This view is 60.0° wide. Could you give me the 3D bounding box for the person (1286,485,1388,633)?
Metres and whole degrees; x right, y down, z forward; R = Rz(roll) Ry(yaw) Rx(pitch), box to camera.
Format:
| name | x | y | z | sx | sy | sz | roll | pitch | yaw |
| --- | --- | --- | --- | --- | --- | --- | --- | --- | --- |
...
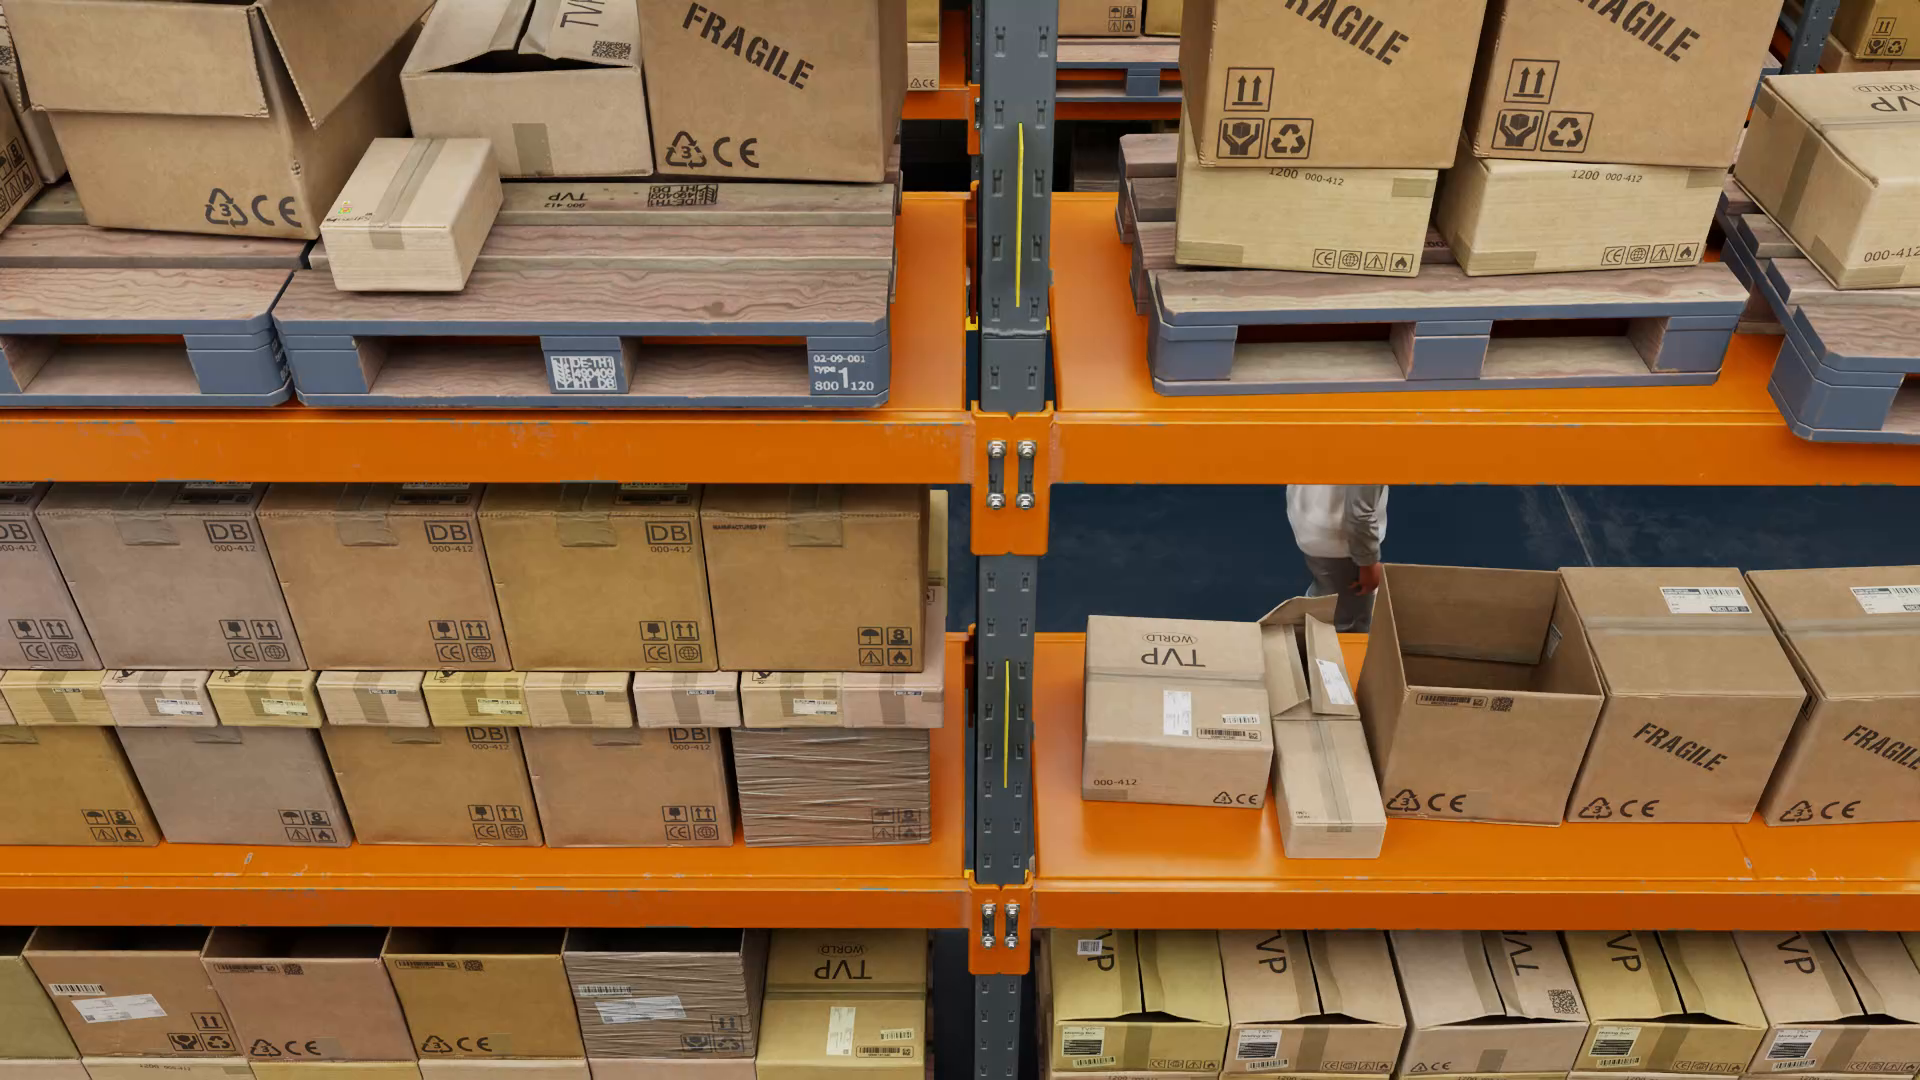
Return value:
| name | x | y | z | sx | sy | sz | roll | pitch | yaw |
| --- | --- | --- | --- | --- | --- | --- | --- | --- | --- |
| person | 1.446 | -0.060 | 6.210 | 0.464 | 1.767 | 0.577 | -1 | 39 | -2 |
